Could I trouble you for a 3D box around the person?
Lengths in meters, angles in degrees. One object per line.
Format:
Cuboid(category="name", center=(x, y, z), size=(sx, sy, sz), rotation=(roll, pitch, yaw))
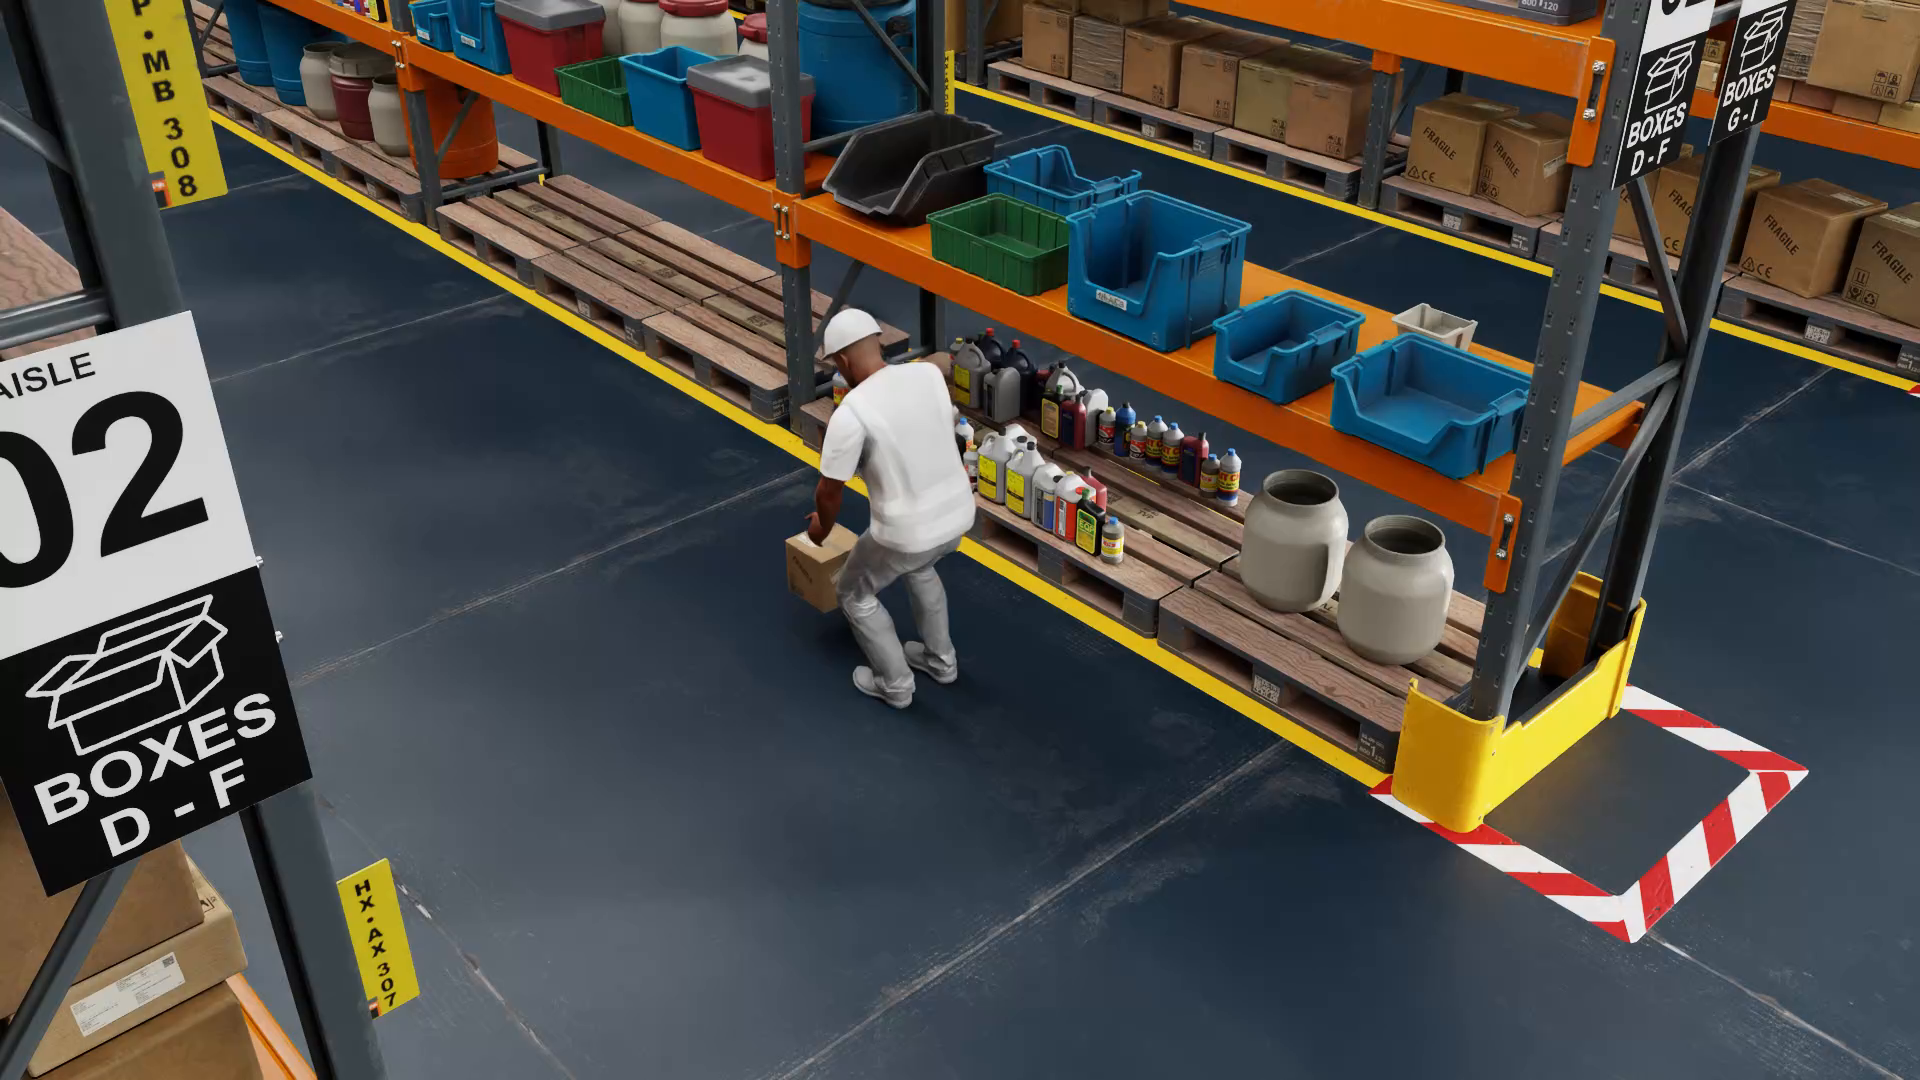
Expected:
Cuboid(category="person", center=(-0.273, -0.102, 6.448), size=(0.620, 1.591, 0.622), rotation=(-25, 40, -35))
